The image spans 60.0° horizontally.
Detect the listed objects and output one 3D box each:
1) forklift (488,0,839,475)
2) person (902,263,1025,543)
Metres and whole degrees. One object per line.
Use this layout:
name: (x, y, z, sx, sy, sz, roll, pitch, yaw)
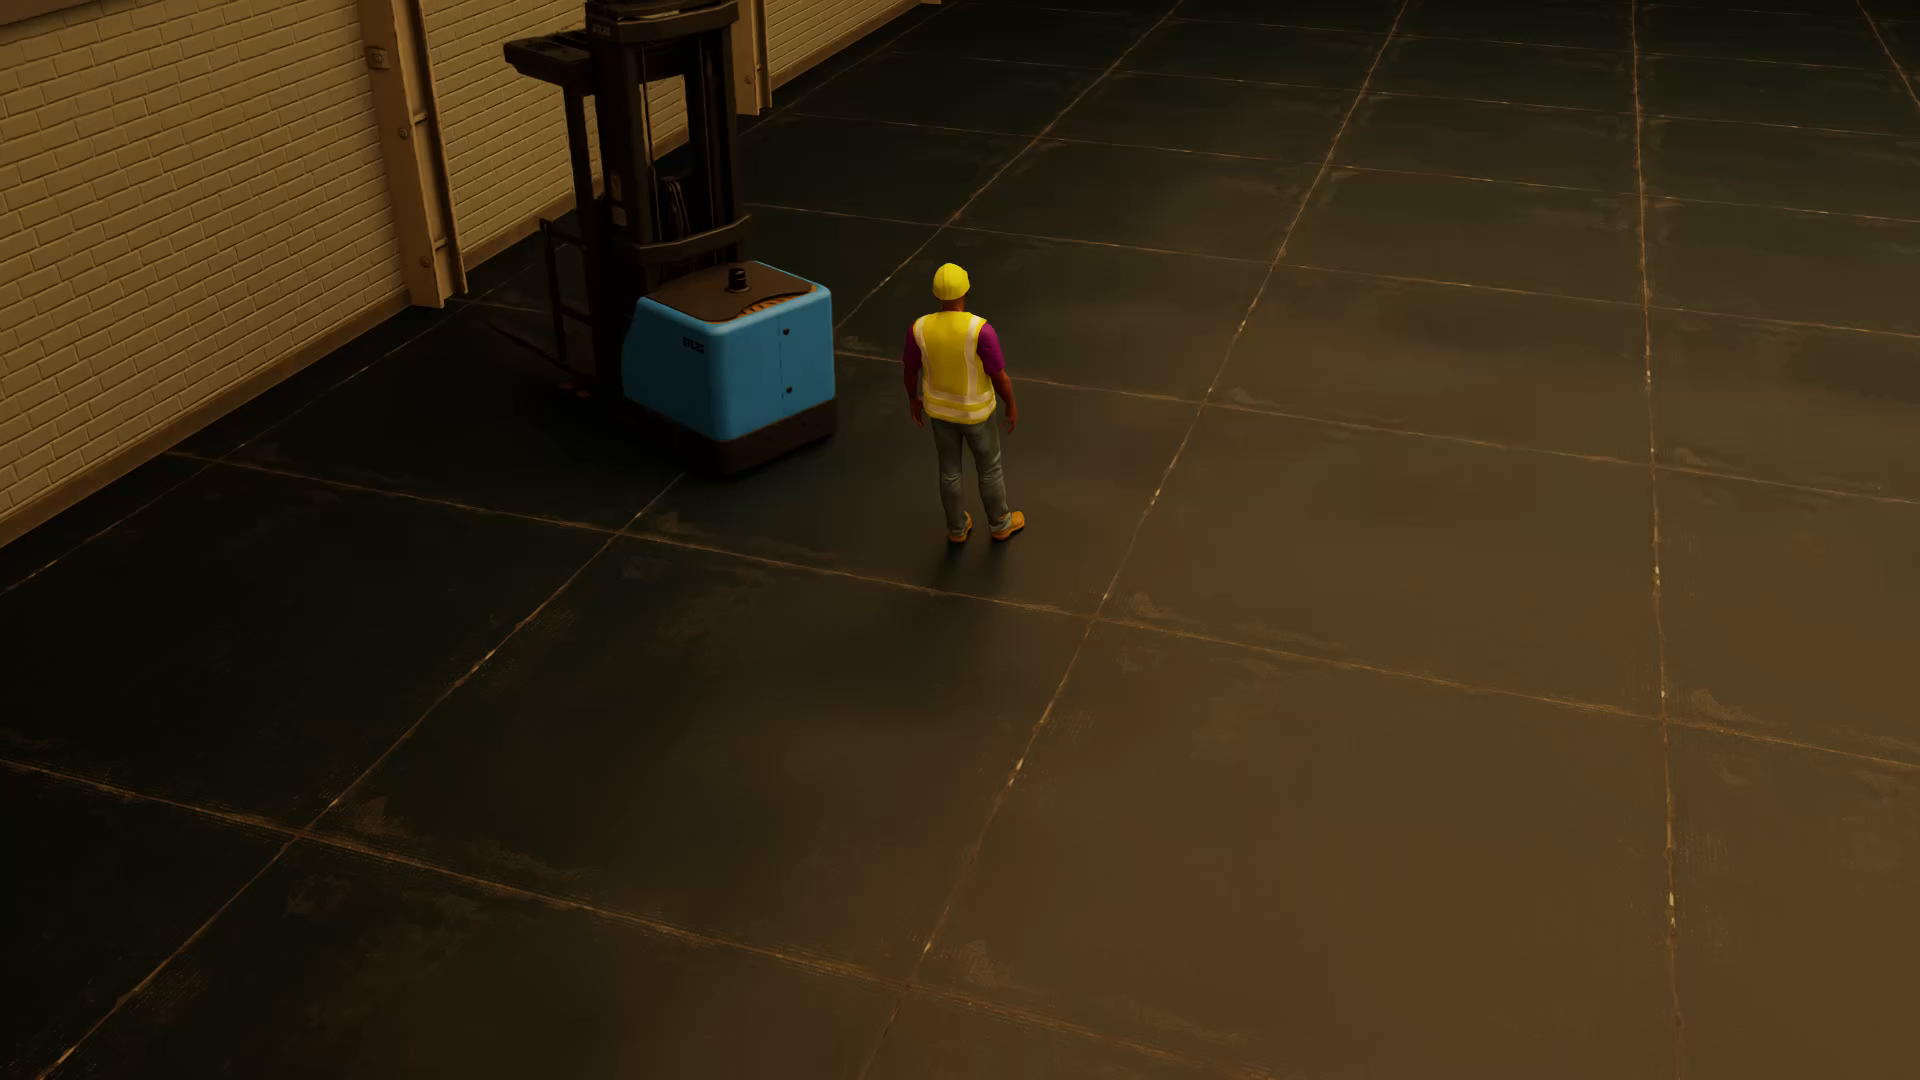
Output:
forklift: (-2.233, -2.314, 11.196, 3.031, 2.935, 1.130, 26, 38, 37)
person: (0.028, -0.805, 9.710, 0.666, 1.765, 0.577, 10, 31, 16)
